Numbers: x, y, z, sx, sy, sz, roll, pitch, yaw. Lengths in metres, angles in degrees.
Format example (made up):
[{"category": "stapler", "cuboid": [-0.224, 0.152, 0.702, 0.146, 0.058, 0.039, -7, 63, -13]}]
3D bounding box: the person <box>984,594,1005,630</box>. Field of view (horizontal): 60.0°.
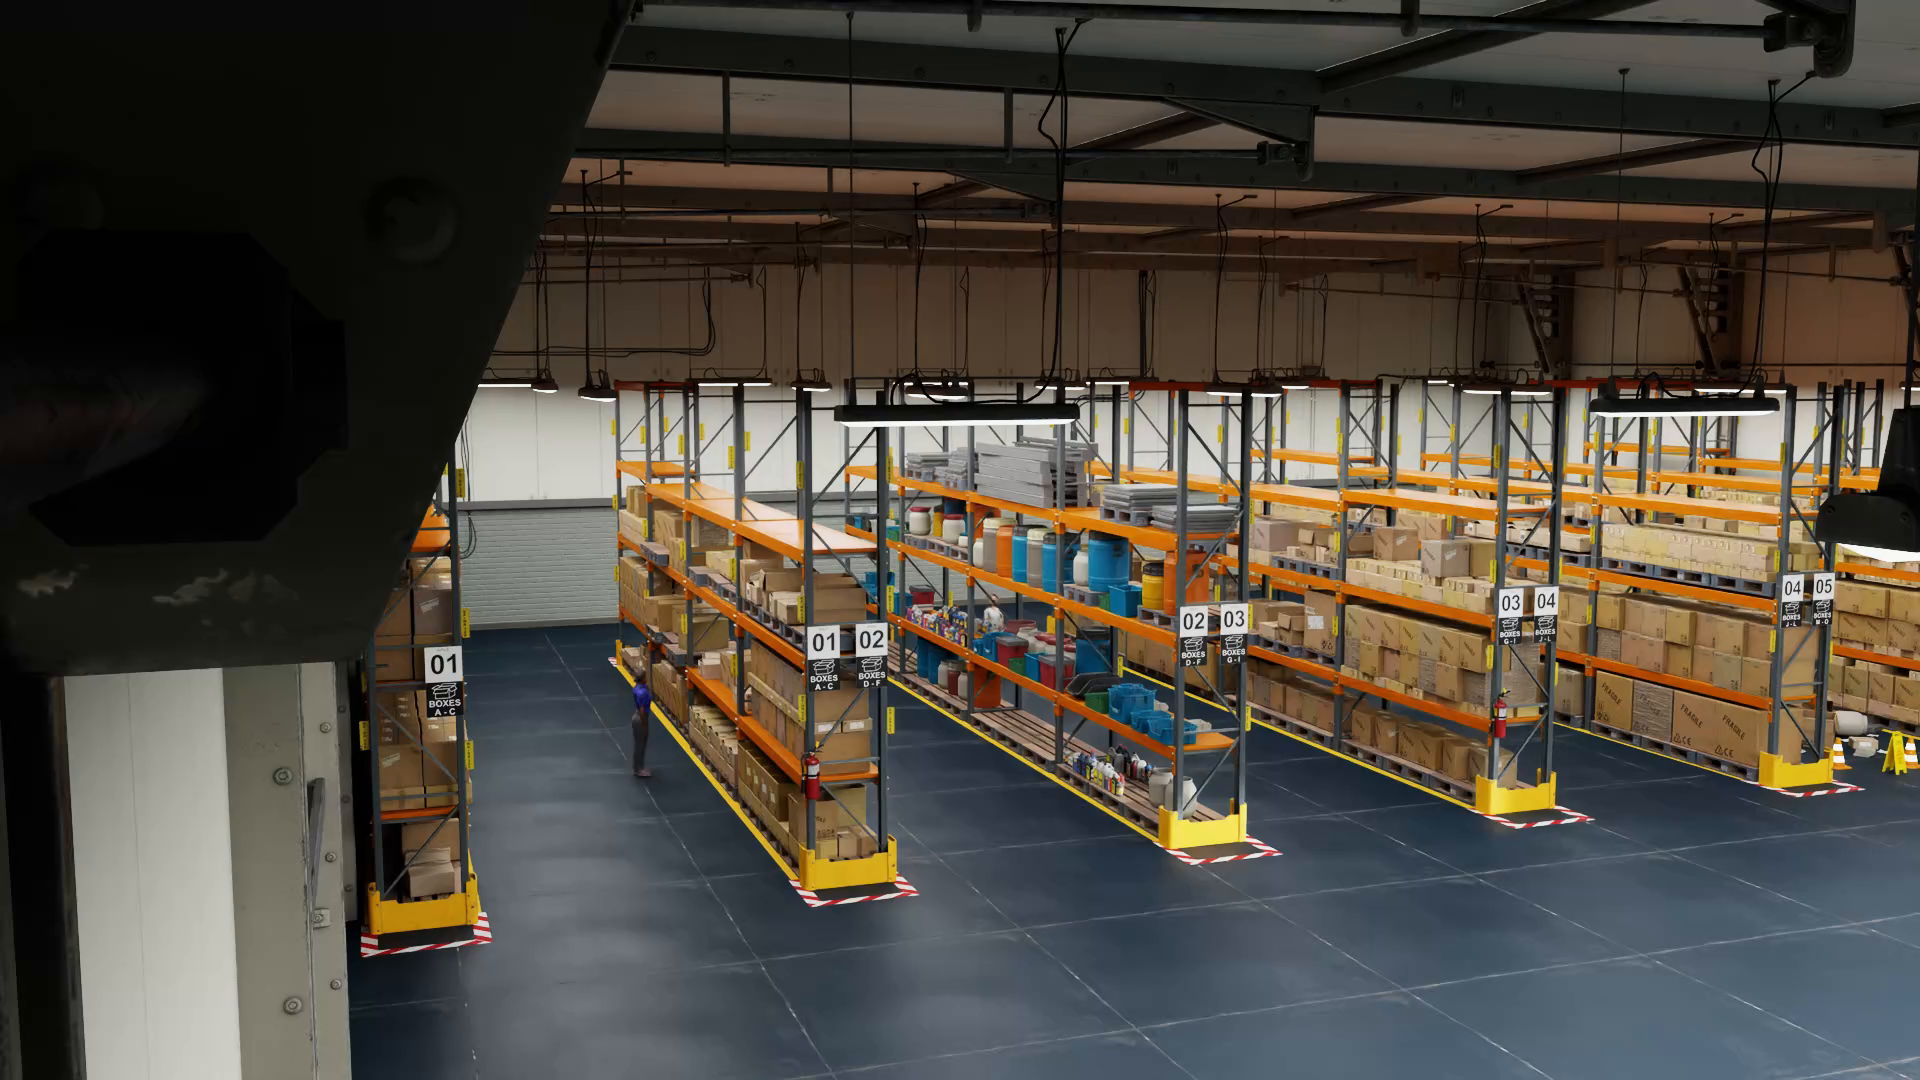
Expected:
[{"category": "person", "cuboid": [0.680, 1.615, 34.025, 0.530, 0.978, 0.388, -5, 8, -41]}]
